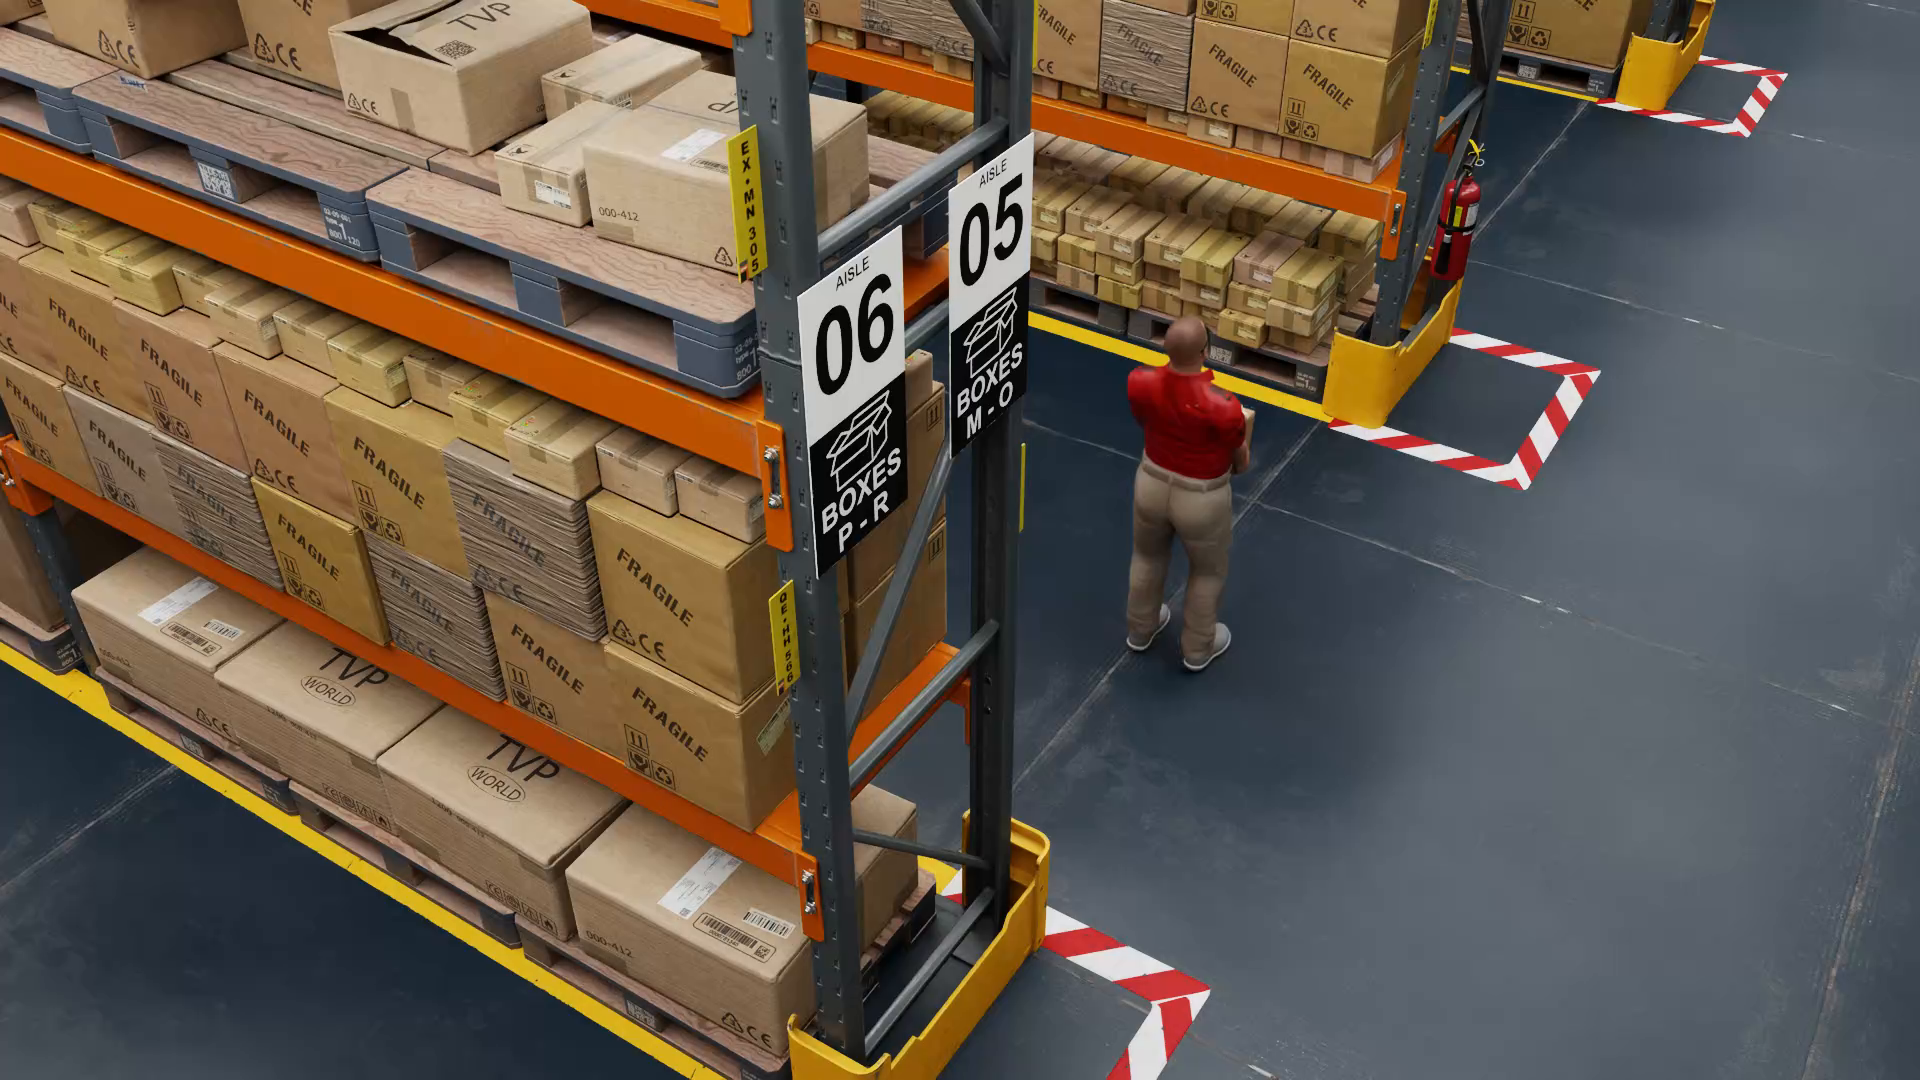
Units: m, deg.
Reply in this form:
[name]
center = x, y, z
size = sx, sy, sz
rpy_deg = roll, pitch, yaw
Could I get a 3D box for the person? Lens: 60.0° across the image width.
[person]
center = 0.965, -0.245, 7.005
size = 0.503, 1.725, 0.525
rpy_deg = 21, 43, 25
